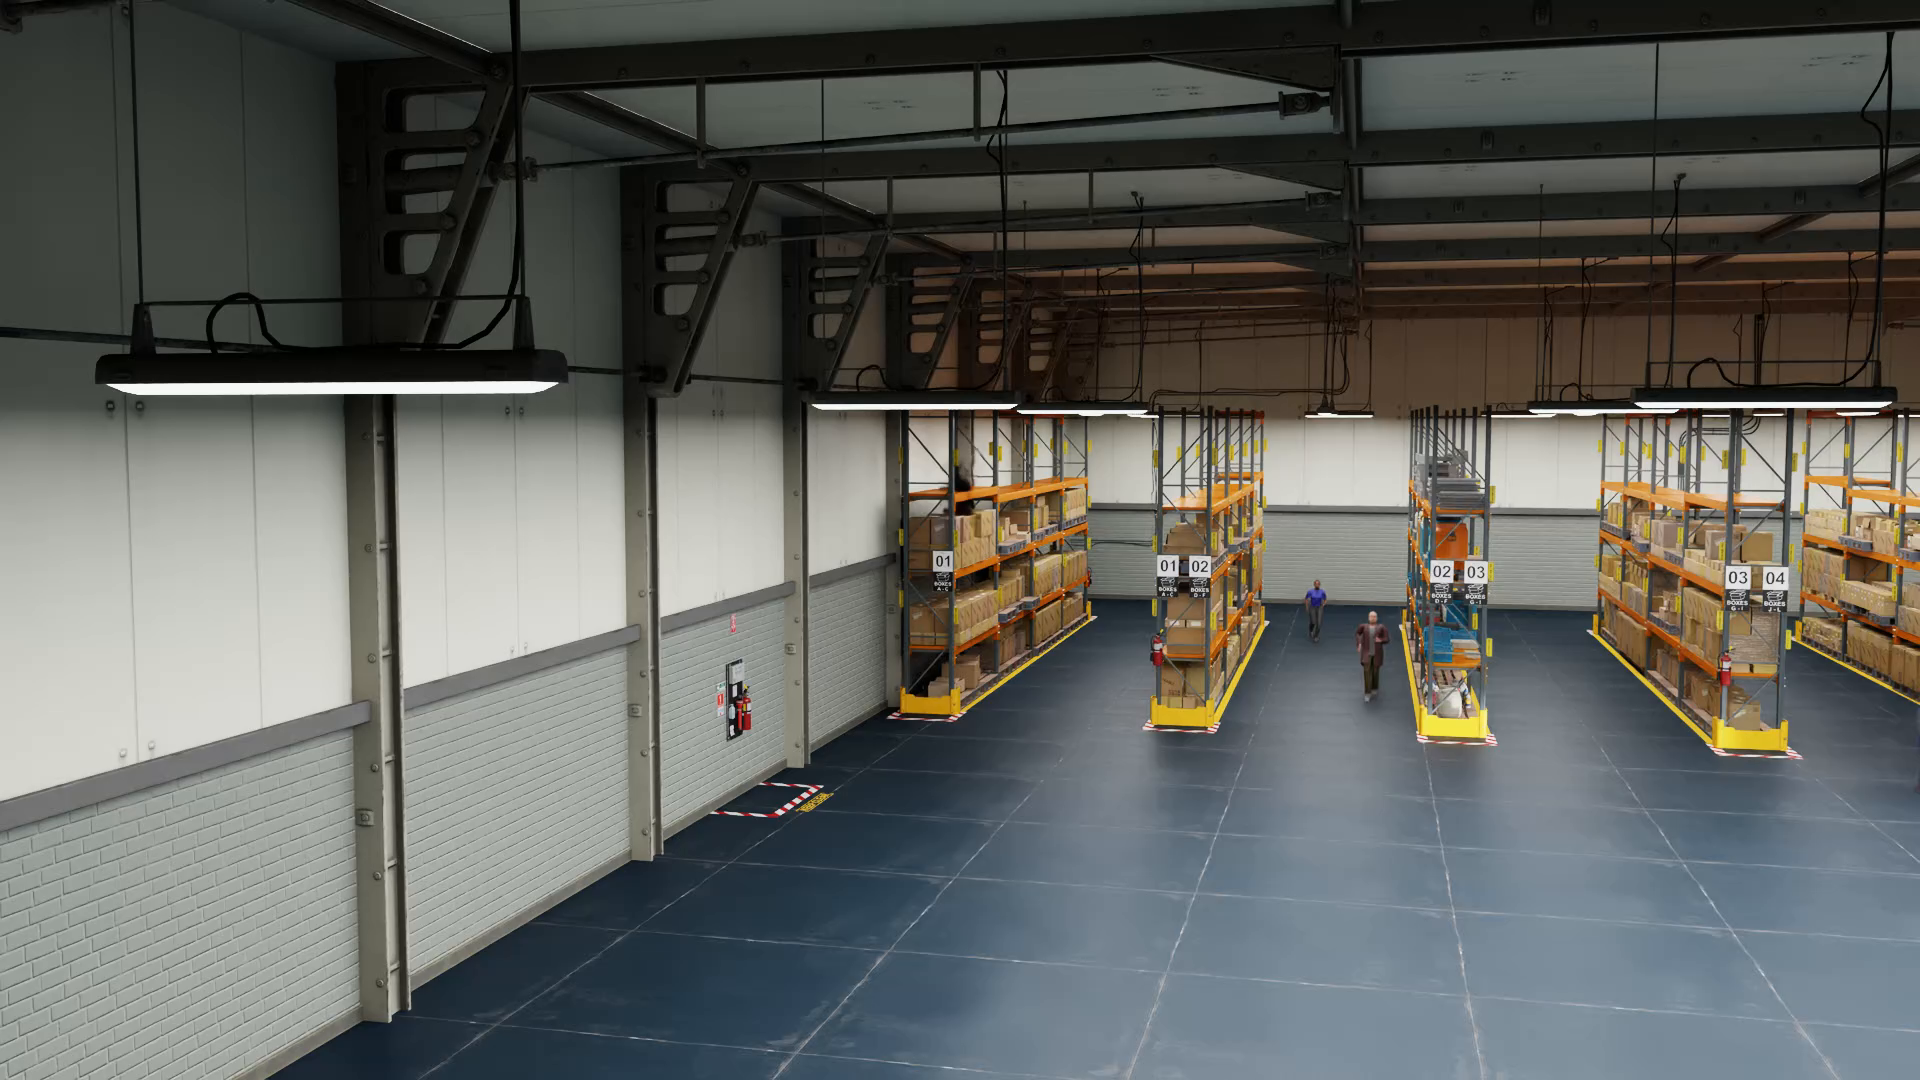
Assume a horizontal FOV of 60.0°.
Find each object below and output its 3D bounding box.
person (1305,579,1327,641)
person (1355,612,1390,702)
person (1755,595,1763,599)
[{"bbox_3d":[9.220,1.825,43.033,0.558,1.609,0.652,0,4,5],"label":"person"},{"bbox_3d":[8.466,2.374,34.177,0.699,1.806,0.913,1,4,16],"label":"person"},{"bbox_3d":[21.016,1.708,44.025,0.555,1.722,0.744,-1,4,-17],"label":"person"}]
